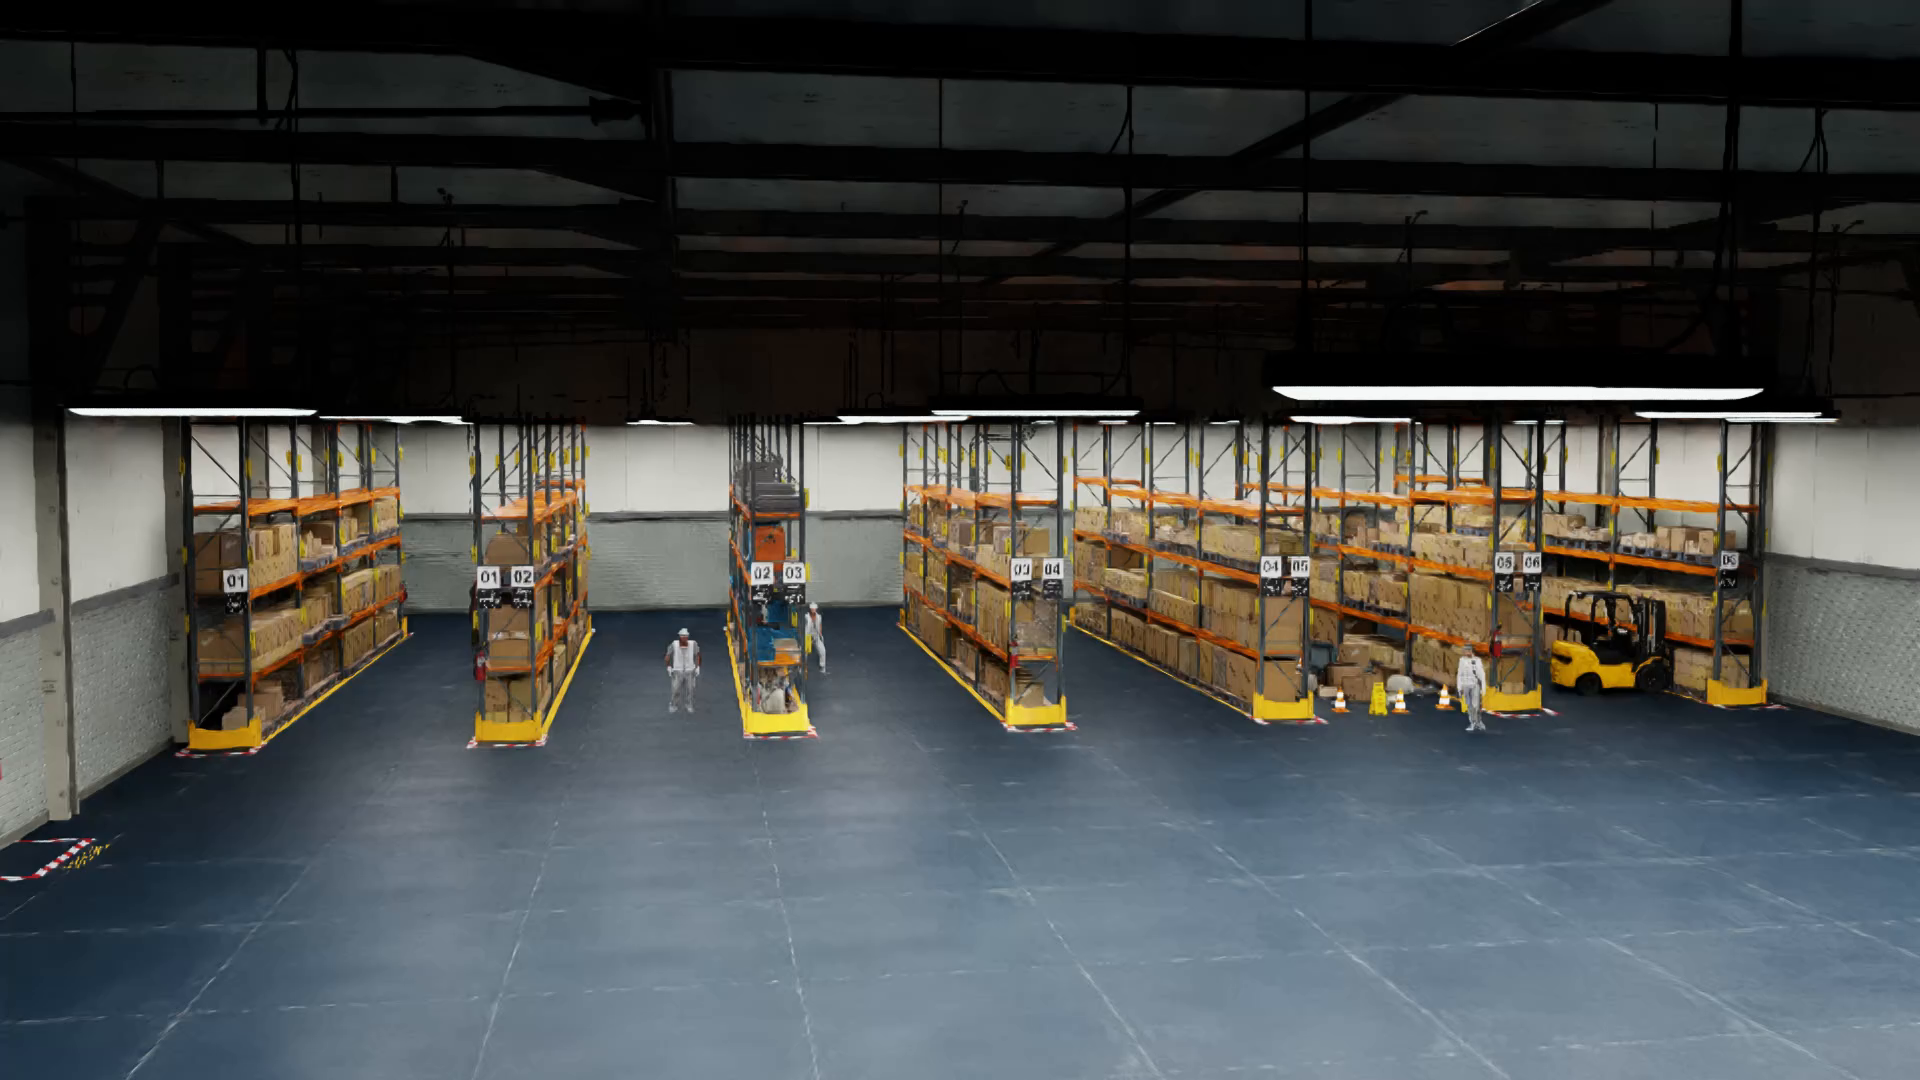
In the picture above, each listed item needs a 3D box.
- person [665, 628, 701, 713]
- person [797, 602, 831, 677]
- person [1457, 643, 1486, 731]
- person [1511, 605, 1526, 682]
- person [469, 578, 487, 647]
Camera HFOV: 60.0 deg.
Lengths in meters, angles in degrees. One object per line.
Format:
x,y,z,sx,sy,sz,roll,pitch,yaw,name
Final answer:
-5.523,2.607,33.193,0.702,1.735,0.549,-1,4,-11,person
-3.395,2.266,38.049,0.684,1.714,0.845,-2,4,-26,person
9.632,2.758,31.299,0.576,1.658,0.412,4,5,43,person
12.489,2.309,37.380,0.494,1.725,0.578,1,4,21,person
-12.545,1.867,43.324,0.522,1.785,0.646,-2,5,-32,person
